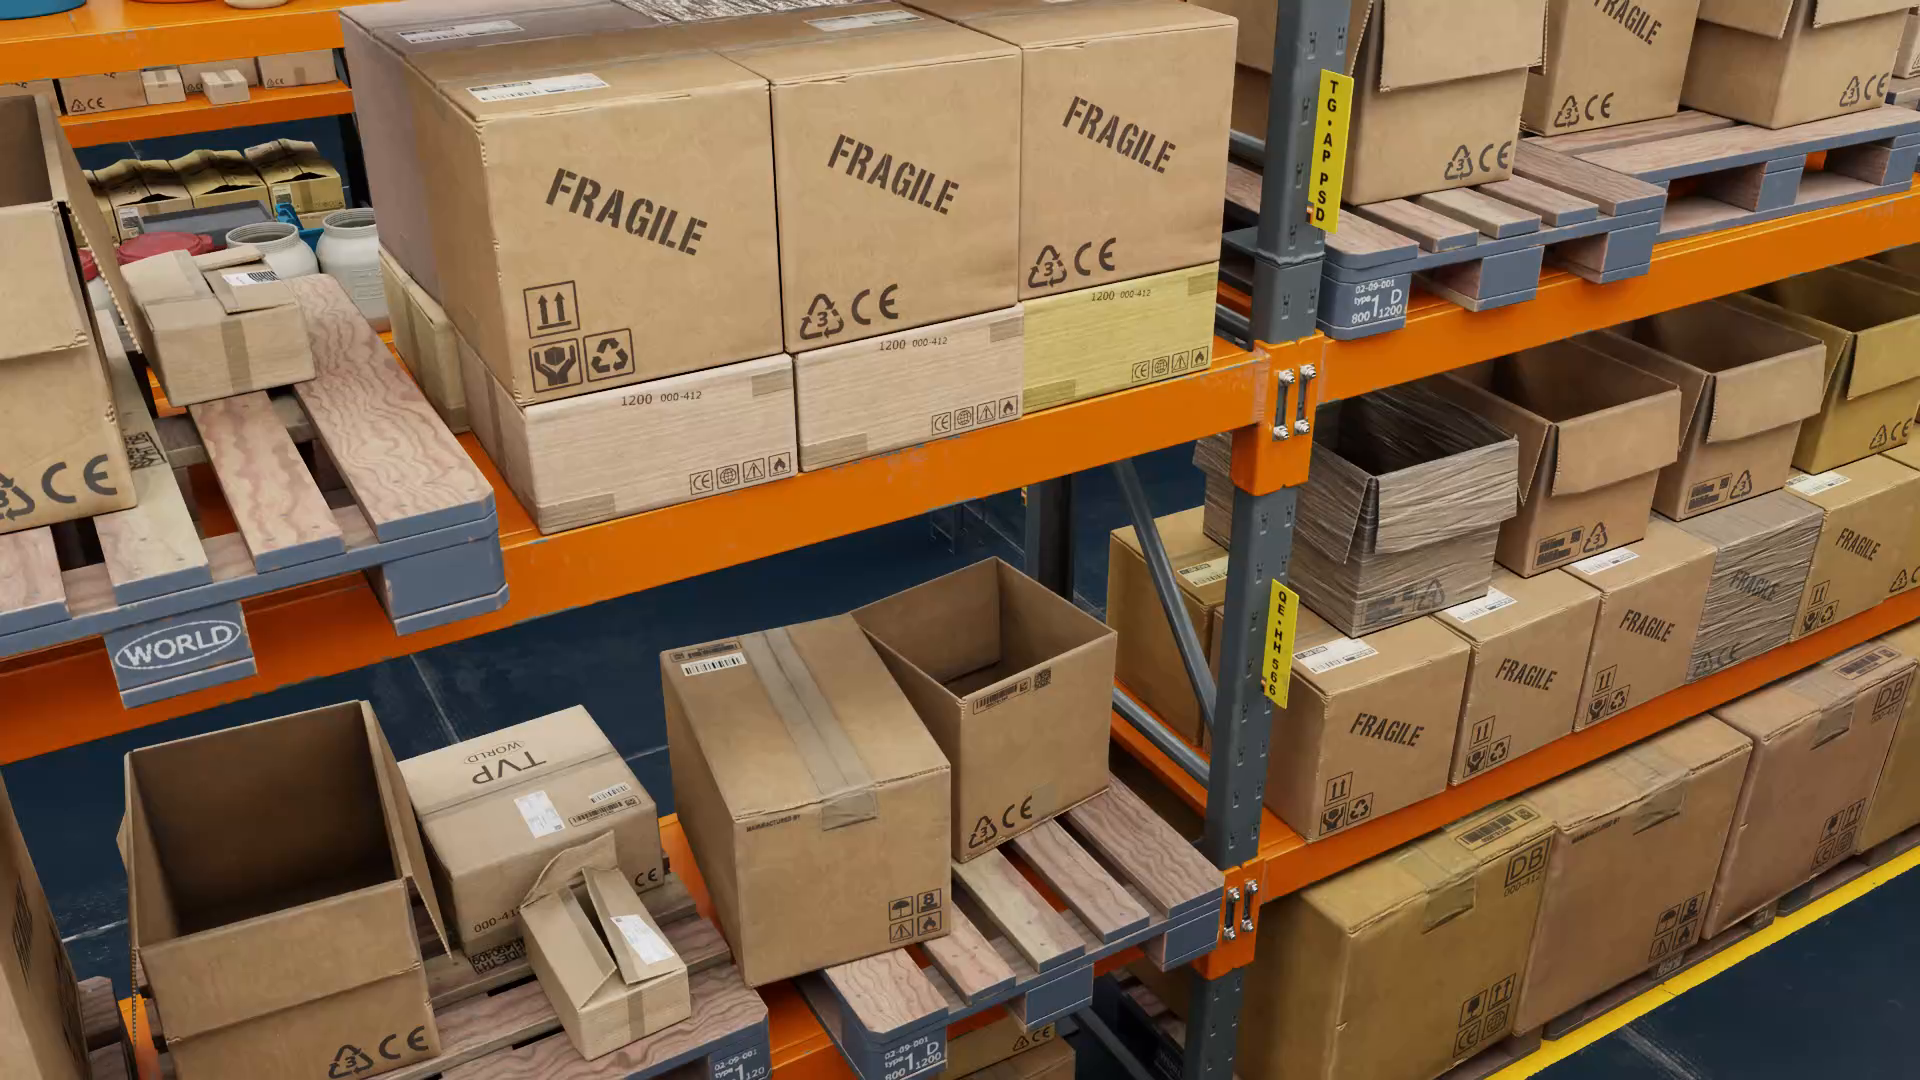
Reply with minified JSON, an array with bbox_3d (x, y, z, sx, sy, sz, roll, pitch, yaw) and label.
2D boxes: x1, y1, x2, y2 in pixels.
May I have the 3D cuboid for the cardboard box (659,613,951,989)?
[{"bbox_3d":[-0.381,0.603,4.014,0.500,0.500,0.700,-11,31,-19],"label":"cardboard box"}]

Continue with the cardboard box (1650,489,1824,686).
[{"bbox_3d":[2.368,0.079,5.399,0.500,0.500,0.500,-16,33,-26],"label":"cardboard box"}]

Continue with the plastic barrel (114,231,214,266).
[{"bbox_3d":[-3.521,-1.068,7.441,0.433,0.535,0.433,0,29,0],"label":"plastic barrel"}]

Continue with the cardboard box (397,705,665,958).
[{"bbox_3d":[-1.066,0.700,4.098,0.500,0.250,0.500,-17,33,-28],"label":"cardboard box"}]

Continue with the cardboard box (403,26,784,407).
[{"bbox_3d":[-0.660,-0.606,3.019,0.500,0.500,0.500,-15,32,-25],"label":"cardboard box"}]

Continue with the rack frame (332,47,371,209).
[{"bbox_3d":[-4.520,-3.624,12.212,0.127,3.000,1.000,-16,33,-26],"label":"rack frame"}]

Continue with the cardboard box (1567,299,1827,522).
[{"bbox_3d":[2.272,-0.477,5.368,0.637,0.503,0.797,-15,32,-25],"label":"cardboard box"}]

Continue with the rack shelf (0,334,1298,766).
[{"bbox_3d":[-1.229,-0.005,3.295,4.000,0.370,1.077,-16,33,-26],"label":"rack shelf"}]

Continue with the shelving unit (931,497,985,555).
[{"bbox_3d":[-0.012,-0.522,8.454,0.189,1.200,0.258,-16,33,-26],"label":"shelving unit"}]

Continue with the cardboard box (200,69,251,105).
[{"bbox_3d":[-5.155,-3.179,11.665,0.250,0.149,0.380,-16,33,-26],"label":"cardboard box"}]

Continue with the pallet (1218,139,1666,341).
[{"bbox_3d":[1.024,-0.907,4.379,1.003,0.211,1.213,-14,32,-24],"label":"pallet"}]

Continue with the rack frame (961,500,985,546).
[{"bbox_3d":[0.066,-0.544,8.494,0.006,1.200,0.240,-16,33,-26],"label":"rack frame"}]

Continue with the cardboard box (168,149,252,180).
[{"bbox_3d":[-5.569,-2.712,12.390,0.500,0.311,0.500,-17,33,-28],"label":"cardboard box"}]

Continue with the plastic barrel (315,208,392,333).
[{"bbox_3d":[-2.793,-1.268,7.827,0.421,0.512,0.421,0,29,0],"label":"plastic barrel"}]

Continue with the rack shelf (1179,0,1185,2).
[{"bbox_3d":[0.653,-4.778,15.047,4.000,0.370,1.077,-16,33,-26],"label":"rack shelf"}]

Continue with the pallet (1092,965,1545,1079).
[{"bbox_3d":[1.213,1.563,5.699,1.213,0.211,1.003,-16,33,-26],"label":"pallet"}]

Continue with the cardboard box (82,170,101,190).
[{"bbox_3d":[-6.453,-2.462,11.937,0.500,0.311,0.500,-16,33,-27],"label":"cardboard box"}]

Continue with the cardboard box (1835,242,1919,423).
[{"bbox_3d":[3.398,-0.799,5.951,0.637,0.503,0.797,-17,33,-28],"label":"cardboard box"}]

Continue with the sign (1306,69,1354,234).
[{"bbox_3d":[0.769,-0.809,3.473,0.005,0.325,0.100,-16,33,-26],"label":"sign"}]

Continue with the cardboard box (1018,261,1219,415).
[{"bbox_3d":[0.210,-0.525,3.648,0.500,0.250,0.500,-16,33,-26],"label":"cardboard box"}]

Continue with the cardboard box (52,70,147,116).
[{"bbox_3d":[-5.958,-3.250,11.432,0.500,0.500,0.500,-18,34,-29],"label":"cardboard box"}]

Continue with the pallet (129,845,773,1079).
[{"bbox_3d":[-1.191,1.089,3.870,1.213,0.211,1.003,-16,33,-26],"label":"pallet"}]

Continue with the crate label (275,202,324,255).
[{"bbox_3d":[-3.007,-1.445,8.226,0.616,0.435,0.502,-16,33,-26],"label":"crate label"}]

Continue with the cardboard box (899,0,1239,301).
[{"bbox_3d":[0.211,-0.851,3.463,0.500,0.500,0.500,-15,32,-25],"label":"cardboard box"}]

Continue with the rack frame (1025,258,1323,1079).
[{"bbox_3d":[0.495,0.504,4.733,0.127,3.000,1.000,-16,33,-26],"label":"rack frame"}]

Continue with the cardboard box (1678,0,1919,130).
[{"bbox_3d":[2.246,-1.548,4.804,0.637,0.503,0.797,-16,33,-27],"label":"cardboard box"}]

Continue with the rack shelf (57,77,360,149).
[{"bbox_3d":[-6.244,-2.819,11.499,4.000,0.370,1.077,-16,33,-26],"label":"rack shelf"}]

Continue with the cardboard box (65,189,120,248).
[{"bbox_3d":[-6.161,-2.245,11.544,0.500,0.311,0.500,-15,32,-25],"label":"cardboard box"}]

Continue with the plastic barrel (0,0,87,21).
[{"bbox_3d":[-4.006,-2.648,6.821,0.708,0.901,0.600,-16,33,-26],"label":"plastic barrel"}]

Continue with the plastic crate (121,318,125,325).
[{"bbox_3d":[-4.104,-1.032,7.734,0.662,0.188,0.450,-16,33,-26],"label":"plastic crate"}]

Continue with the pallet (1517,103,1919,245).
[{"bbox_3d":[1.986,-1.182,4.878,1.213,0.211,1.003,-14,32,-24],"label":"pallet"}]

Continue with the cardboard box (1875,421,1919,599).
[{"bbox_3d":[3.249,-0.173,5.855,0.500,0.500,0.500,-15,32,-25],"label":"cardboard box"}]

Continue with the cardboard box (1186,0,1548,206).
[{"bbox_3d":[0.985,-1.218,4.207,0.637,0.503,0.797,-14,32,-23],"label":"cardboard box"}]

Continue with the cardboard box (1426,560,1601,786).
[{"bbox_3d":[1.496,0.327,4.949,0.500,0.500,0.500,-17,33,-28],"label":"cardboard box"}]

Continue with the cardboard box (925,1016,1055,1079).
[{"bbox_3d":[-0.067,1.254,4.729,0.500,0.250,0.500,-14,32,-24],"label":"cardboard box"}]

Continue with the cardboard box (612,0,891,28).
[{"bbox_3d":[-0.479,-0.942,3.627,0.500,0.500,0.500,-16,33,-26],"label":"cardboard box"}]

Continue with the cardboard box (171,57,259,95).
[{"bbox_3d":[-5.389,-3.447,11.983,0.500,0.311,0.500,-16,33,-27],"label":"cardboard box"}]

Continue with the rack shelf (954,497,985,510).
[{"bbox_3d":[-0.012,-0.273,8.591,0.180,0.103,0.258,-16,33,-26],"label":"rack shelf"}]

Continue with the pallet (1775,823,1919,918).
[{"bbox_3d":[3.317,0.966,6.782,1.213,0.211,1.003,-16,33,-26],"label":"pallet"}]

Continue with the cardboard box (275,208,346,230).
[{"bbox_3d":[-4.850,-2.374,12.358,0.500,0.250,0.500,-15,32,-25],"label":"cardboard box"}]

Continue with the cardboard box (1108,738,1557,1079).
[{"bbox_3d":[1.101,1.090,5.435,0.875,0.875,1.225,-17,33,-29],"label":"cardboard box"}]

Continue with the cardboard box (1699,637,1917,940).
[{"bbox_3d":[2.632,0.655,6.223,0.875,0.875,1.225,-17,33,-28],"label":"cardboard box"}]

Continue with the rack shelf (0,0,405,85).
[{"bbox_3d":[-3.738,-2.068,7.033,4.000,0.370,1.077,-16,33,-26],"label":"rack shelf"}]

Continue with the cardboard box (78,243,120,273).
[{"bbox_3d":[-6.170,-1.997,11.675,0.500,0.250,0.500,-15,32,-25],"label":"cardboard box"}]

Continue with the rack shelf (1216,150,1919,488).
[{"bbox_3d":[2.220,-0.984,5.069,4.000,0.370,1.077,-16,33,-26],"label":"rack shelf"}]

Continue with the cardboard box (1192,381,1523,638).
[{"bbox_3d":[1.134,-0.151,4.778,0.637,0.503,0.797,-15,32,-25],"label":"cardboard box"}]

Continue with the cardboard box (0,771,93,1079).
[{"bbox_3d":[-2.197,0.900,2.959,1.000,1.000,1.000,-16,33,-26],"label":"cardboard box"}]

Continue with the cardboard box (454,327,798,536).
[{"bbox_3d":[-0.645,-0.277,3.197,0.500,0.250,0.500,-15,32,-25],"label":"cardboard box"}]

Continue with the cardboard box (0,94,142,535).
[{"bbox_3d":[-1.686,-0.364,2.660,0.637,0.503,0.797,-14,32,-24],"label":"cardboard box"}]

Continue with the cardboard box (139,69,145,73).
[{"bbox_3d":[-8.130,-4.509,15.948,0.500,0.500,0.700,-16,33,-26],"label":"cardboard box"}]

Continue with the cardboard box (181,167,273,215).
[{"bbox_3d":[-5.292,-2.489,11.986,0.500,0.311,0.500,-16,33,-27],"label":"cardboard box"}]
